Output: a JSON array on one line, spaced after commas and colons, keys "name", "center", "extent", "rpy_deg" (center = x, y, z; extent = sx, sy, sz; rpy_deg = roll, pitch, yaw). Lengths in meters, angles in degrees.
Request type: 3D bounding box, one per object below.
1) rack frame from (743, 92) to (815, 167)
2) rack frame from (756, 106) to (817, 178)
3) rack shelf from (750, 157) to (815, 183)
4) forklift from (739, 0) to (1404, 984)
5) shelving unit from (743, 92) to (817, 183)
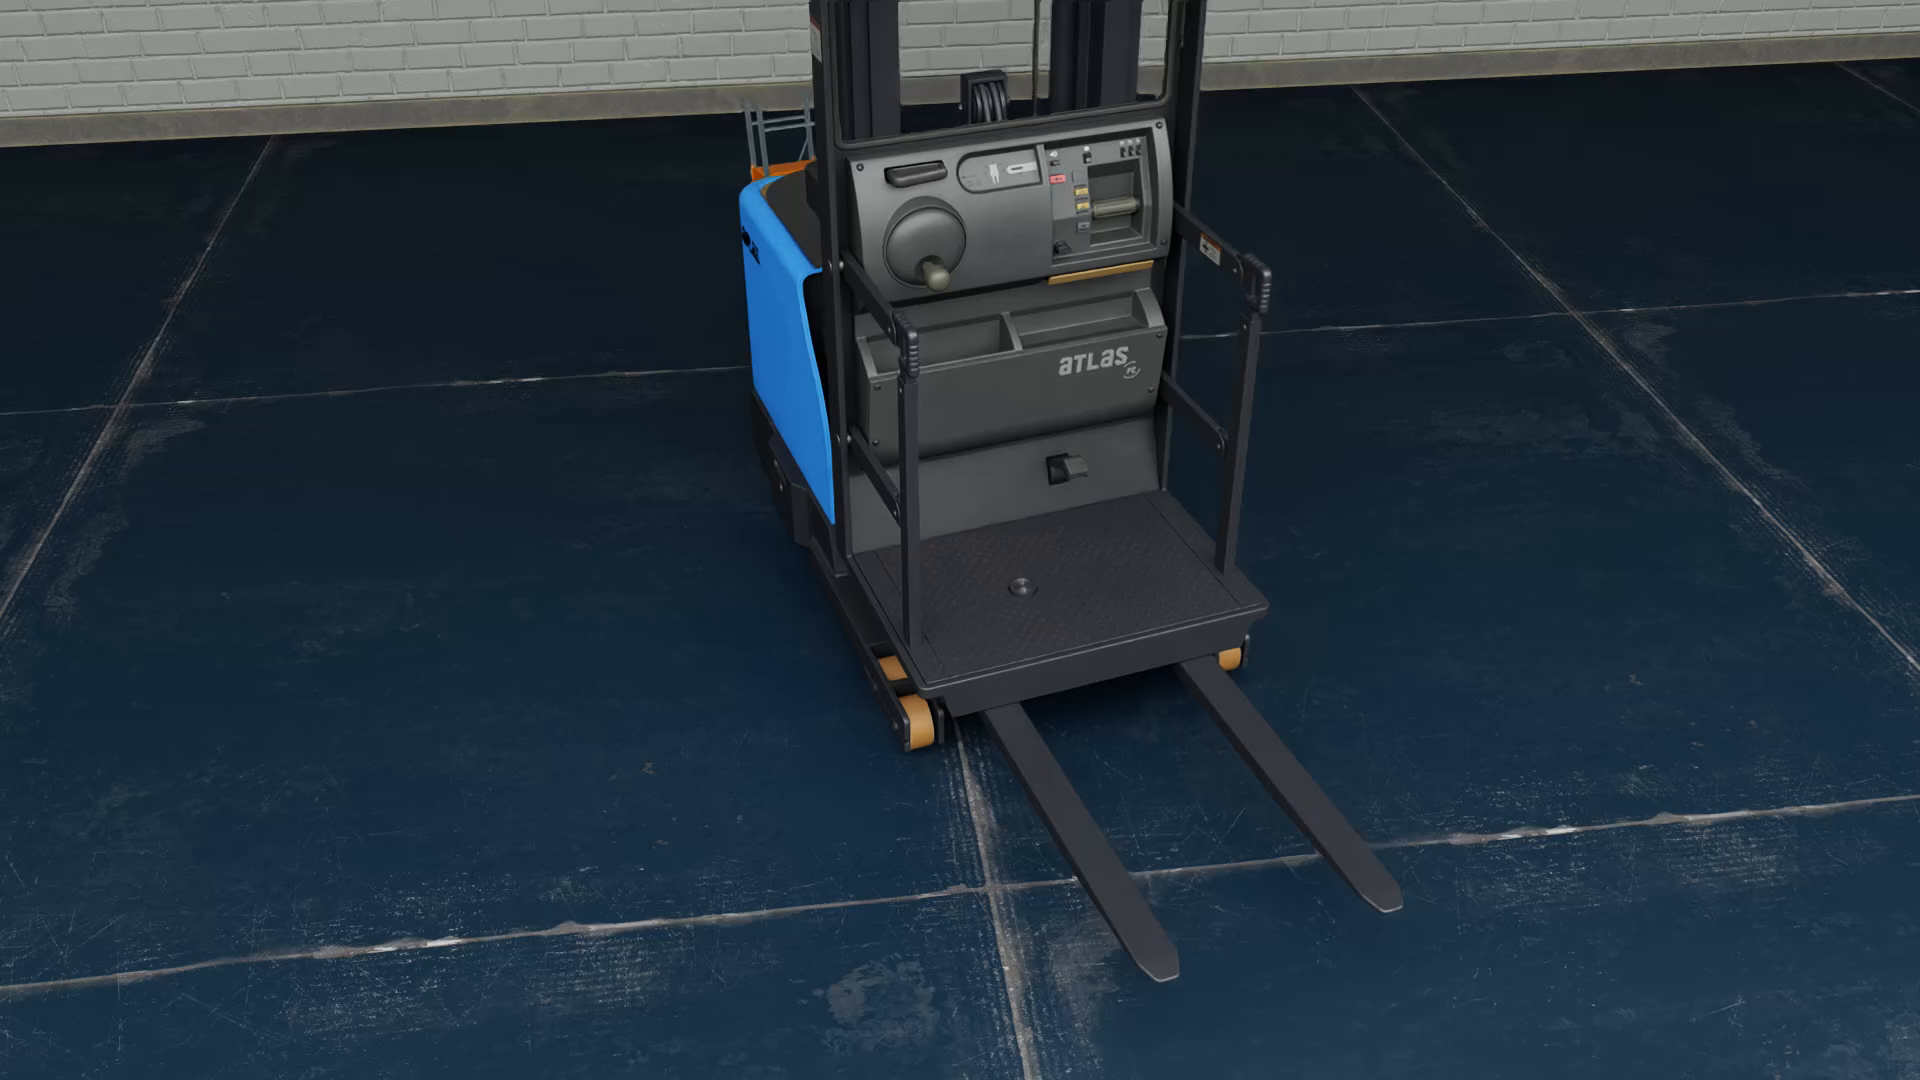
[{"name": "rack frame", "center": [-0.623, -1.055, 6.254], "extent": [0.240, 1.200, 0.006], "rpy_deg": [-12, 24, -17]}, {"name": "rack frame", "center": [-0.559, -0.992, 6.094], "extent": [0.240, 1.200, 0.006], "rpy_deg": [-12, 24, -17]}, {"name": "rack shelf", "center": [-0.614, -1.313, 6.050], "extent": [0.258, 0.103, 0.180], "rpy_deg": [-12, 24, -17]}, {"name": "forklift", "center": [0.233, -0.865, 4.417], "extent": [1.130, 2.935, 3.031], "rpy_deg": [-12, 36, -17]}, {"name": "shelving unit", "center": [-0.591, -1.024, 6.174], "extent": [0.258, 1.200, 0.189], "rpy_deg": [-12, 24, -17]}]
